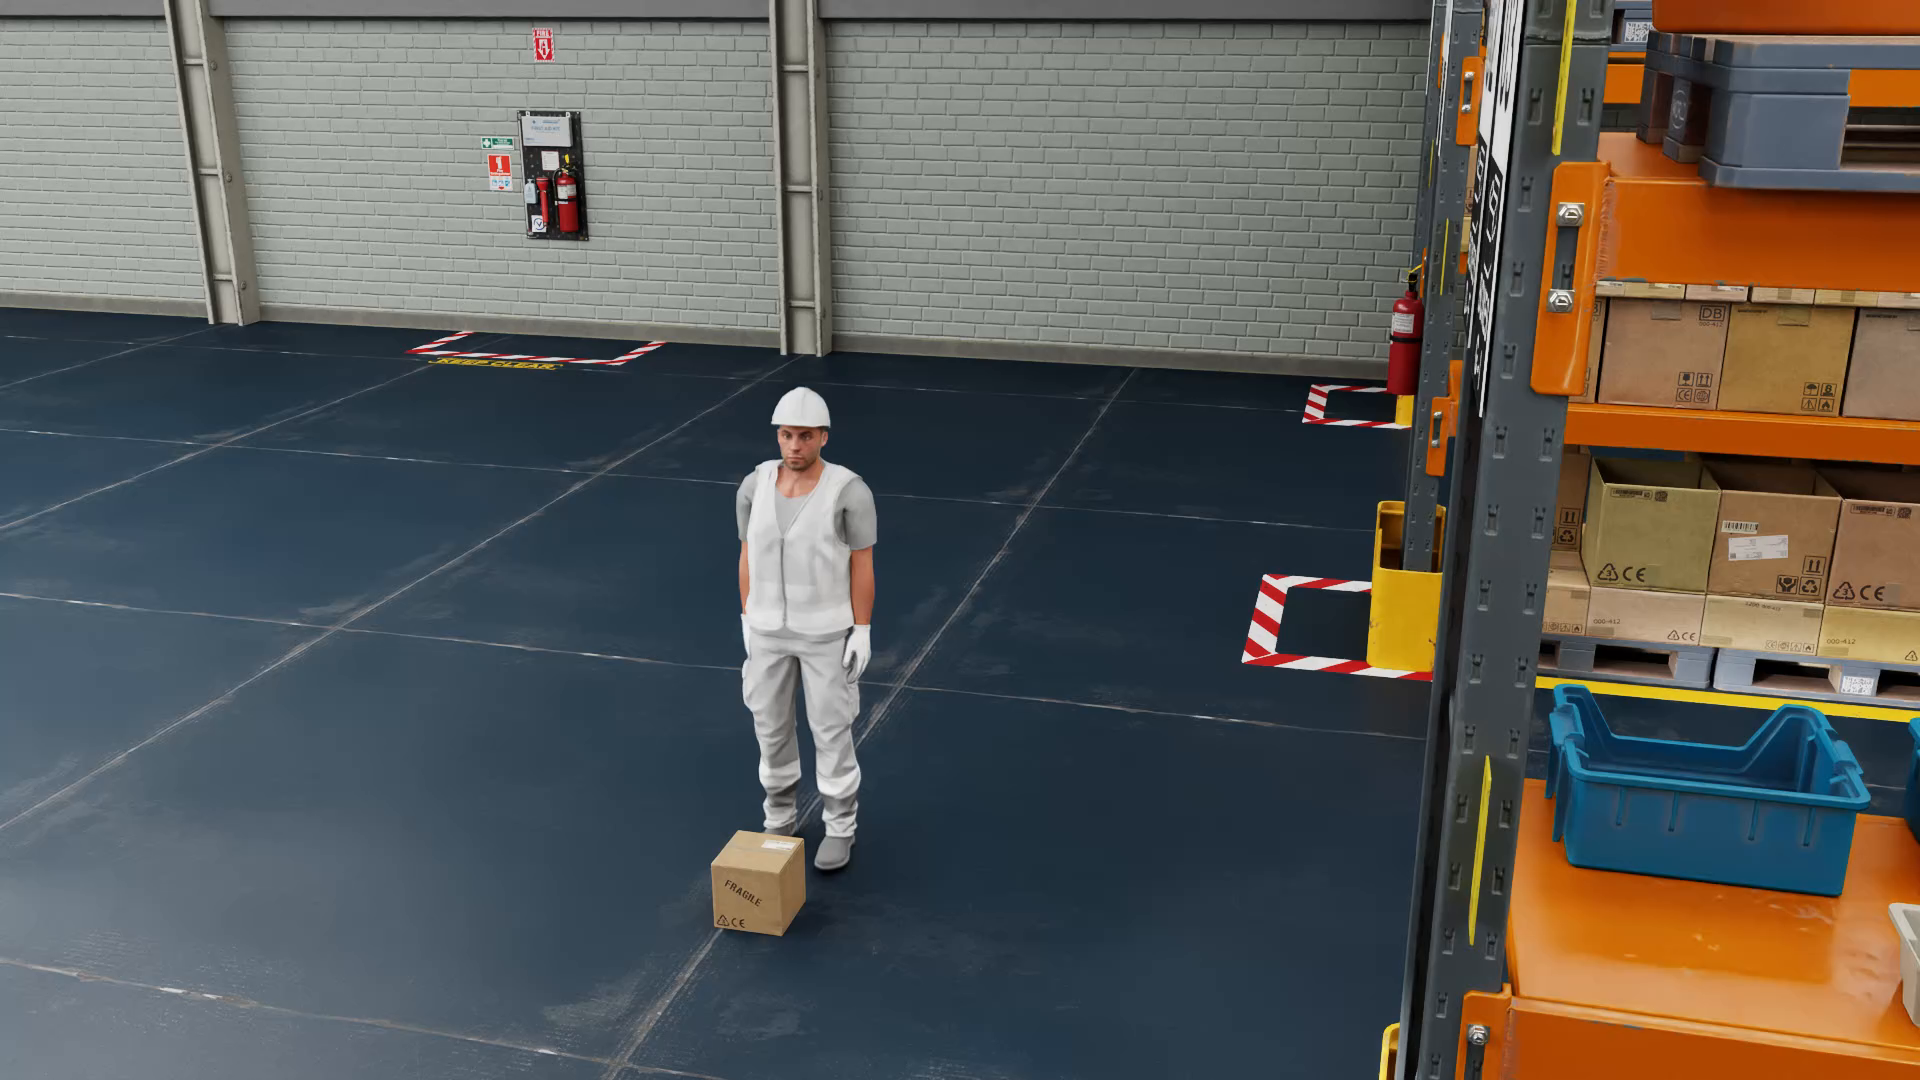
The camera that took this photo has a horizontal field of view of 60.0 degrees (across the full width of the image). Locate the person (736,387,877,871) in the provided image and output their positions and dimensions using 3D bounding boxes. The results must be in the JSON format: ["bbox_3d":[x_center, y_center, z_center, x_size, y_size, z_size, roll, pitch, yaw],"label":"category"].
[{"bbox_3d":[-0.563,0.336,6.021,0.524,1.804,0.344,5,19,15],"label":"person"}]
